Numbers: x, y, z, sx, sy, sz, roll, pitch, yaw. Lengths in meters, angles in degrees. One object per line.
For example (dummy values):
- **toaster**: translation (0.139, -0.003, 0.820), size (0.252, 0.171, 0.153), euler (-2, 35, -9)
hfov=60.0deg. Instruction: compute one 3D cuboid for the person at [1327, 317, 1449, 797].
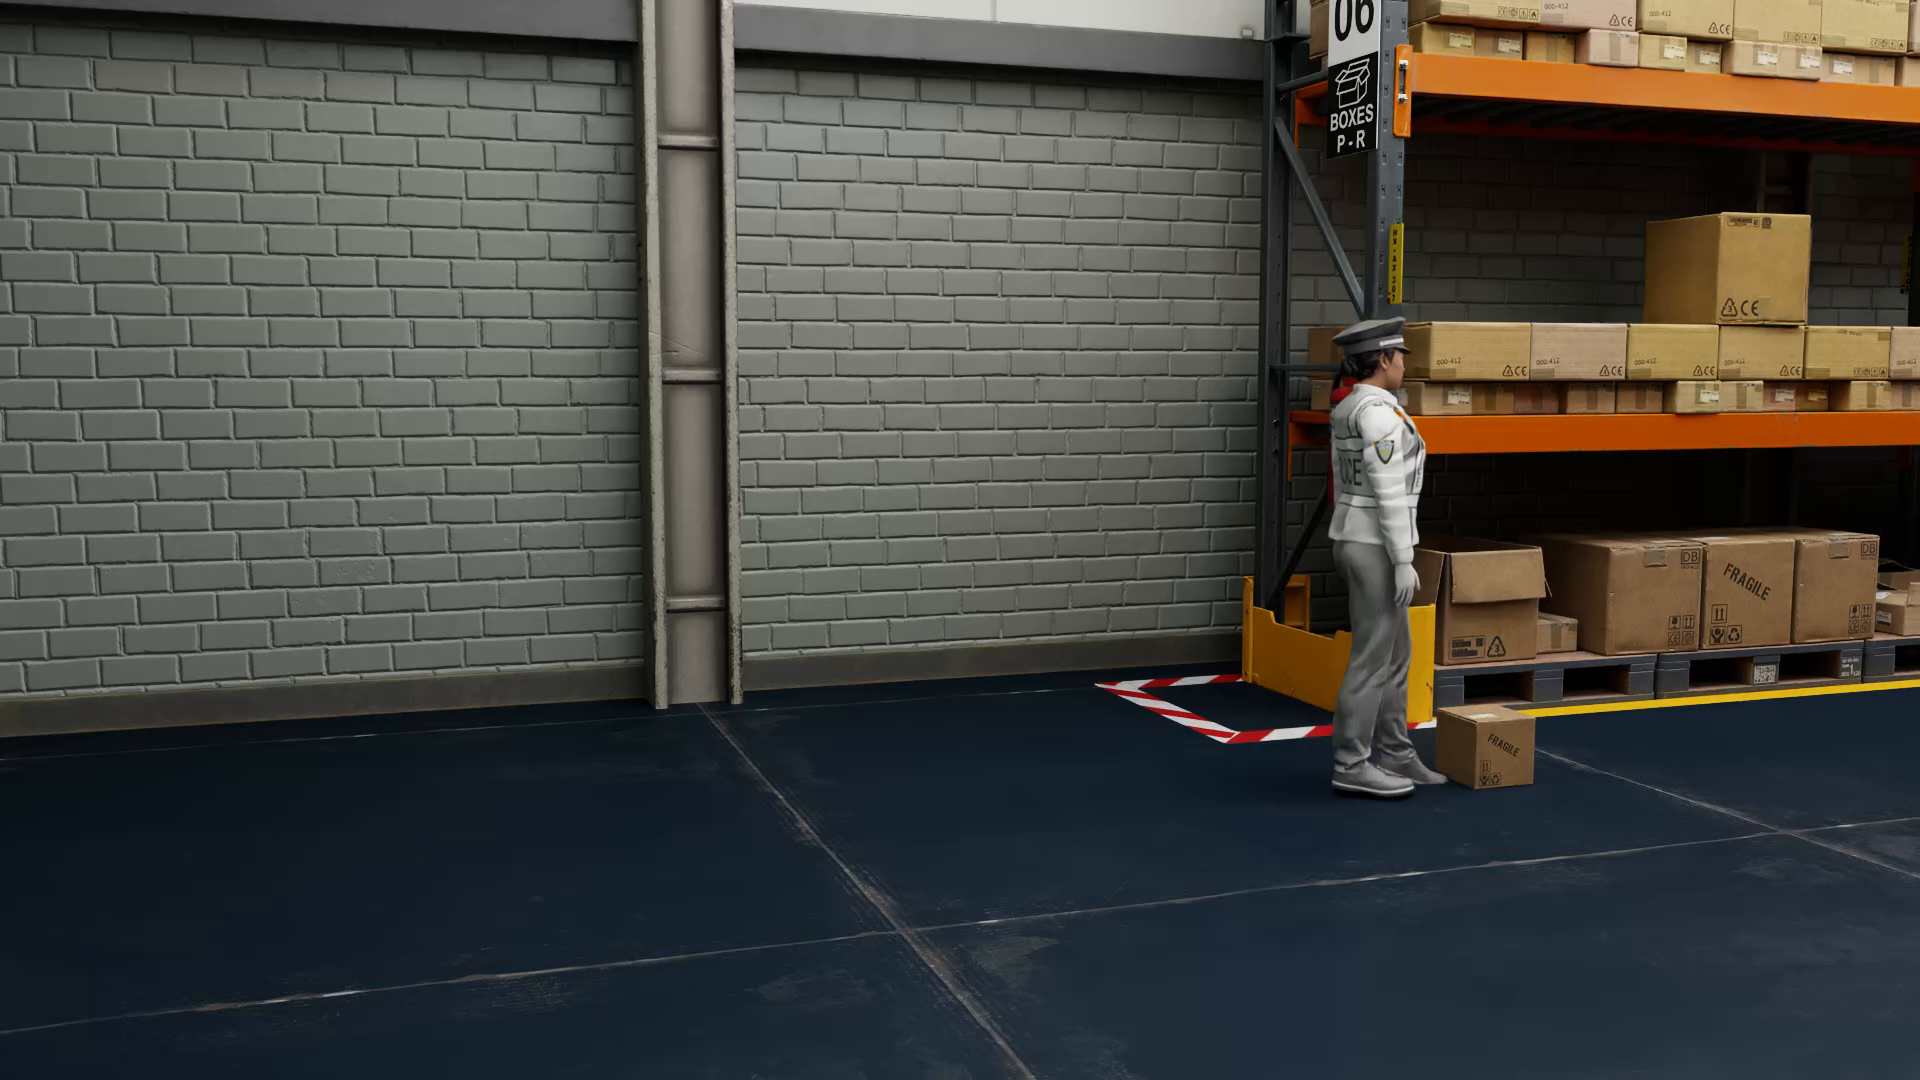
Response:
- **person**: translation (14.145, -1.877, 4.394), size (25.707, 5.899, 2.777), euler (0, 6, 1)
